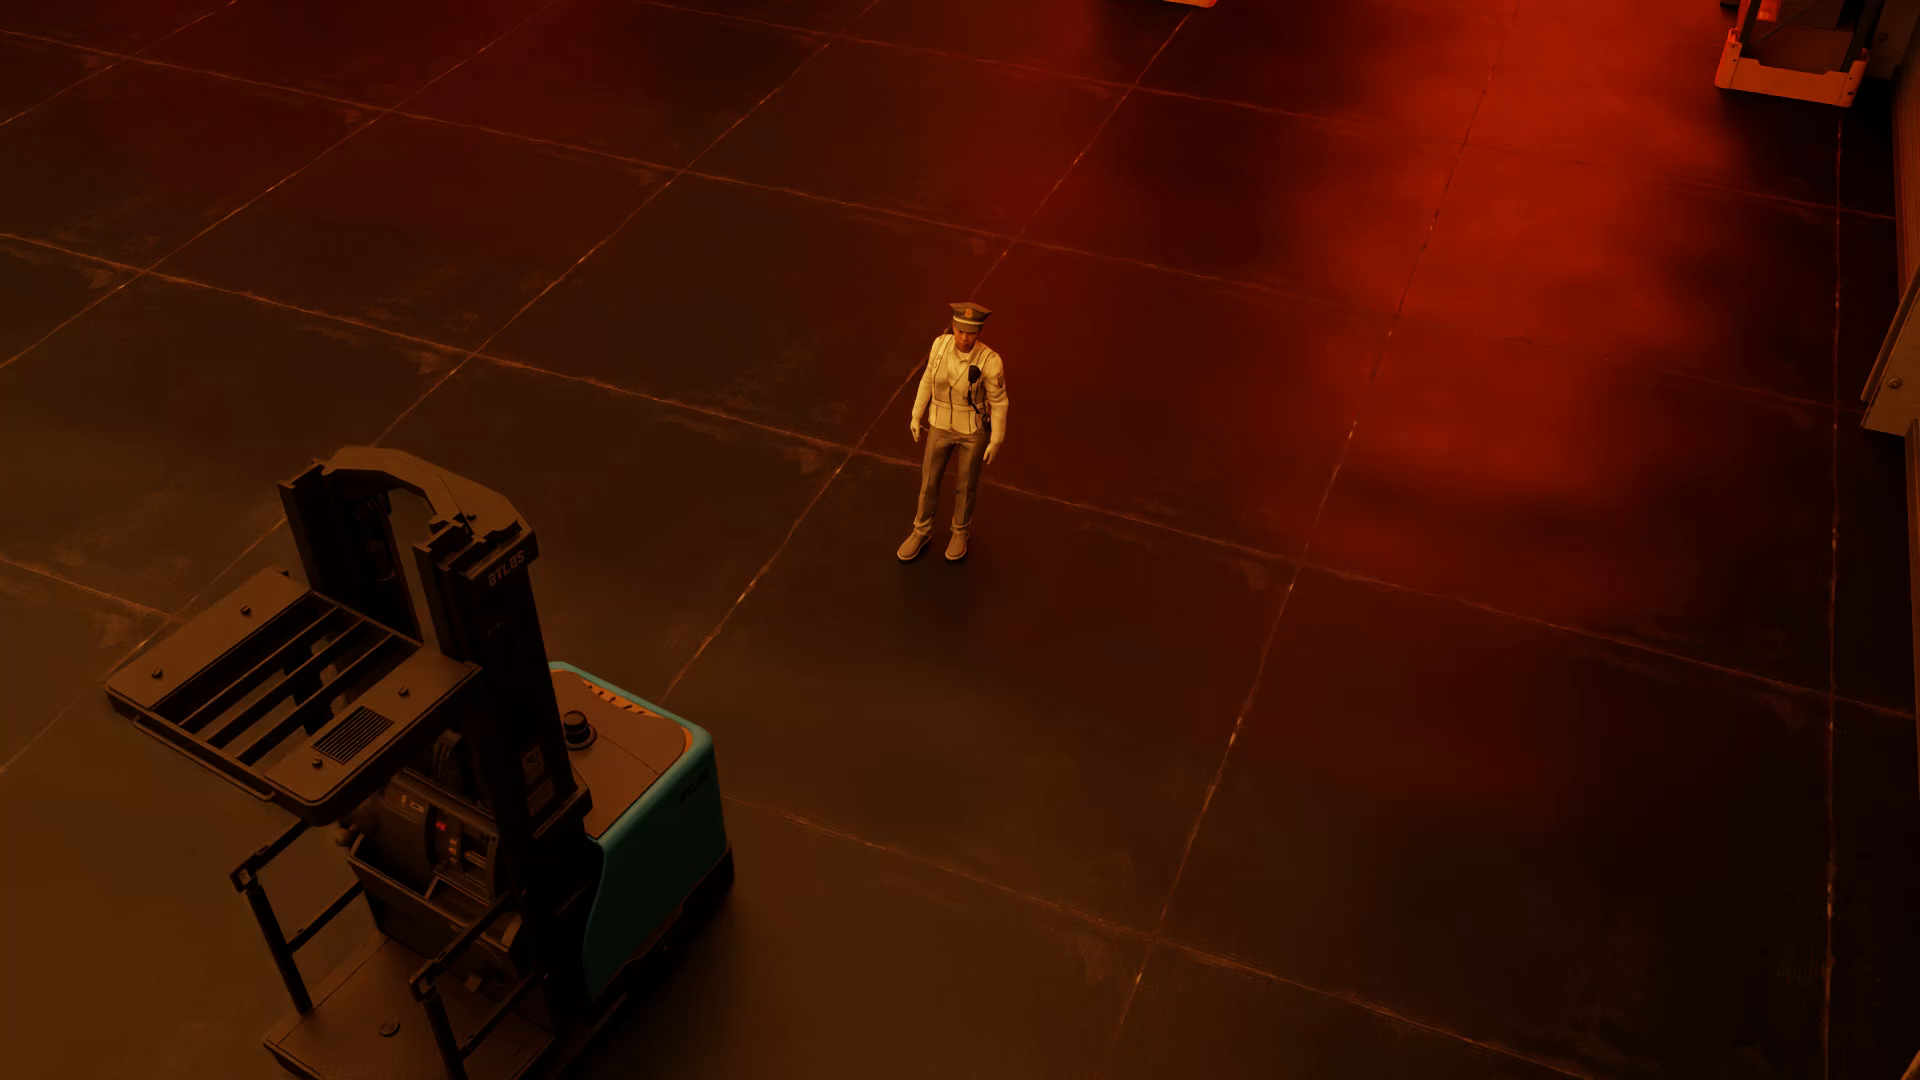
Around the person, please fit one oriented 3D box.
[{"bbox_3d":[-0.033,-0.616,9.695,0.586,1.694,0.530,15,42,17],"label":"person"}]

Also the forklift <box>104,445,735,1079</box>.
[{"bbox_3d":[-2.307,1.224,6.544,1.130,2.935,3.031,21,44,24],"label":"forklift"}]
